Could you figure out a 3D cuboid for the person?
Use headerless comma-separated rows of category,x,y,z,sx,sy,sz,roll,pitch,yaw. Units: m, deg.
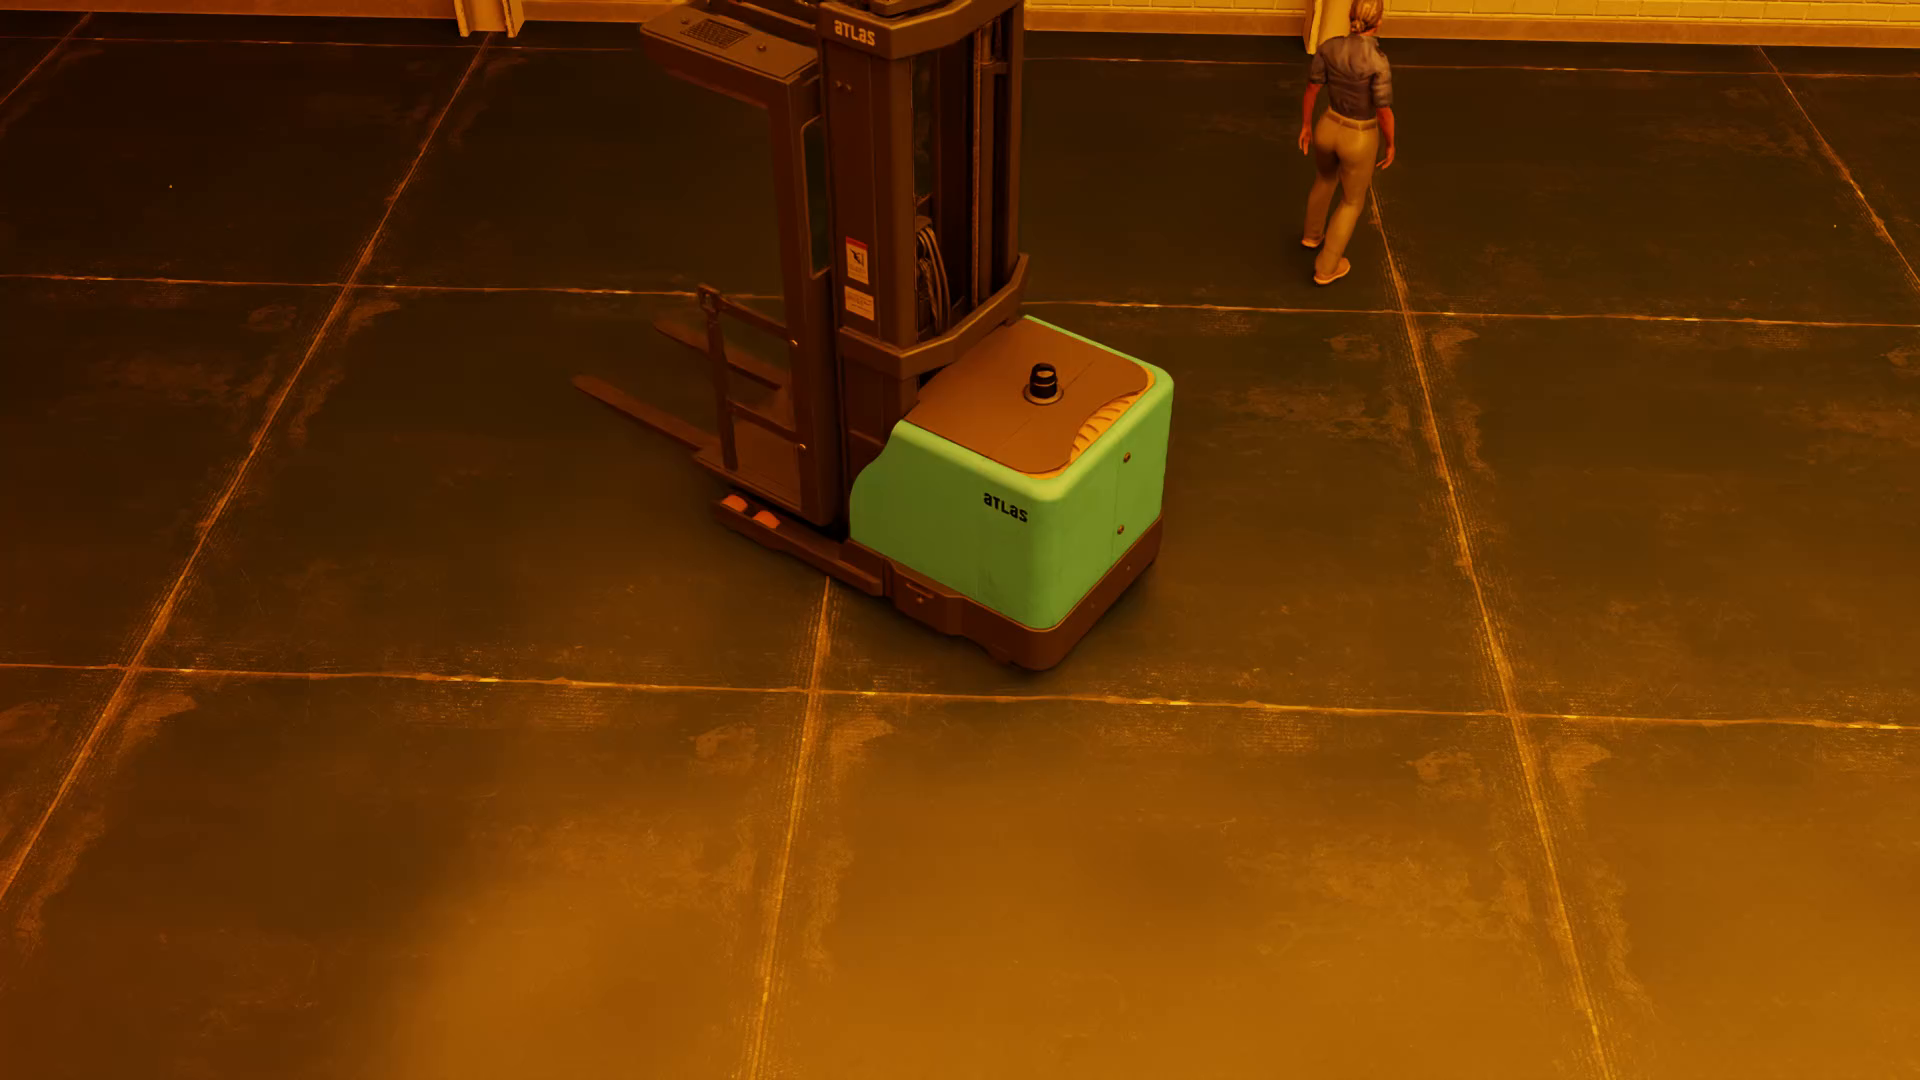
person,2.152,-2.212,9.163,0.546,1.698,0.517,33,52,31

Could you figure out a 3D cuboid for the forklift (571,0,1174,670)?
forklift,-0.563,-1.318,7.186,3.031,2.935,1.130,26,48,25
